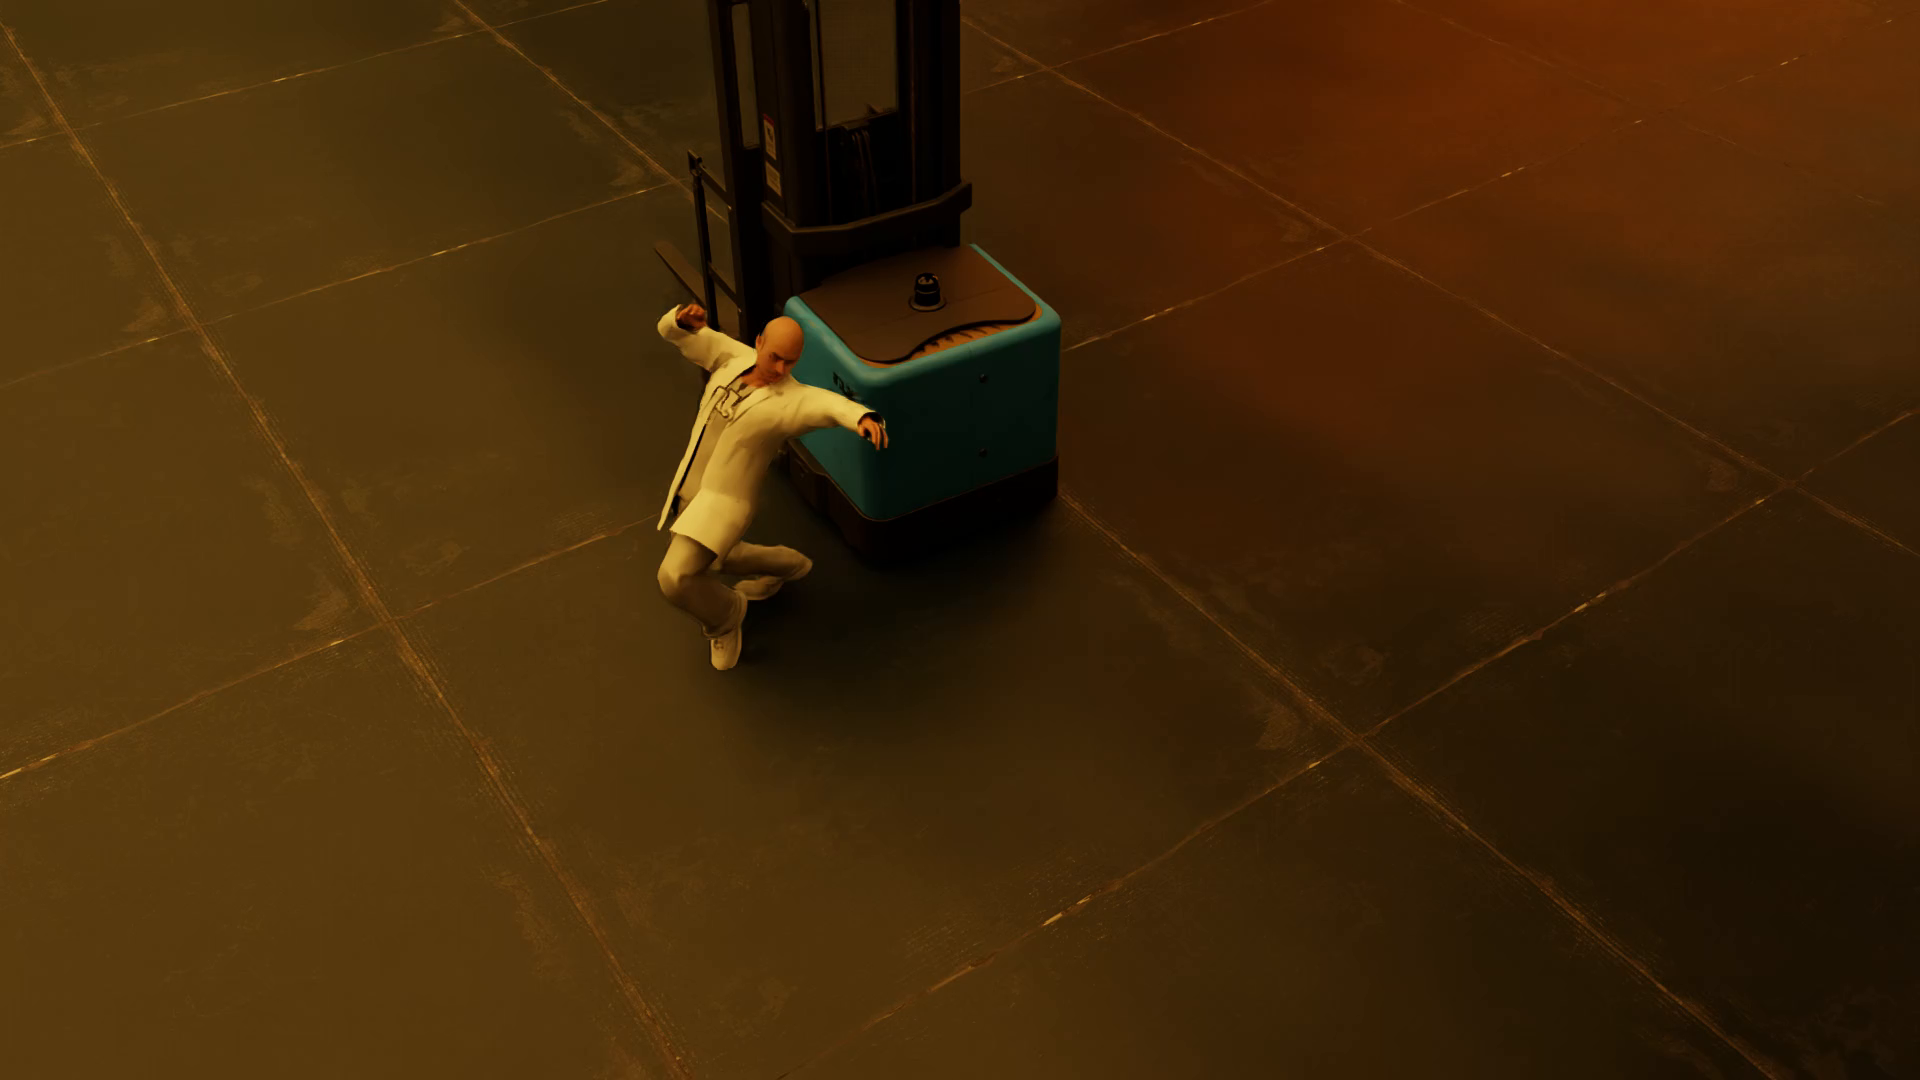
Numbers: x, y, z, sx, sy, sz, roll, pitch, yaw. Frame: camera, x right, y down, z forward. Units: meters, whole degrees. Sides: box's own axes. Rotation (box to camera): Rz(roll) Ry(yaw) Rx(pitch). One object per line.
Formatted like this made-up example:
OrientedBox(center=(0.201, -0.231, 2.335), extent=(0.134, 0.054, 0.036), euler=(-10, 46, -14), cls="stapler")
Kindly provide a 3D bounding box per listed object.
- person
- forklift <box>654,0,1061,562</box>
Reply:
OrientedBox(center=(-0.848, -0.150, 6.766), extent=(0.847, 1.696, 1.164), euler=(-26, 46, -28), cls="person")
OrientedBox(center=(-0.711, -1.949, 7.920), extent=(1.130, 2.935, 3.031), euler=(-21, 44, -23), cls="forklift")
